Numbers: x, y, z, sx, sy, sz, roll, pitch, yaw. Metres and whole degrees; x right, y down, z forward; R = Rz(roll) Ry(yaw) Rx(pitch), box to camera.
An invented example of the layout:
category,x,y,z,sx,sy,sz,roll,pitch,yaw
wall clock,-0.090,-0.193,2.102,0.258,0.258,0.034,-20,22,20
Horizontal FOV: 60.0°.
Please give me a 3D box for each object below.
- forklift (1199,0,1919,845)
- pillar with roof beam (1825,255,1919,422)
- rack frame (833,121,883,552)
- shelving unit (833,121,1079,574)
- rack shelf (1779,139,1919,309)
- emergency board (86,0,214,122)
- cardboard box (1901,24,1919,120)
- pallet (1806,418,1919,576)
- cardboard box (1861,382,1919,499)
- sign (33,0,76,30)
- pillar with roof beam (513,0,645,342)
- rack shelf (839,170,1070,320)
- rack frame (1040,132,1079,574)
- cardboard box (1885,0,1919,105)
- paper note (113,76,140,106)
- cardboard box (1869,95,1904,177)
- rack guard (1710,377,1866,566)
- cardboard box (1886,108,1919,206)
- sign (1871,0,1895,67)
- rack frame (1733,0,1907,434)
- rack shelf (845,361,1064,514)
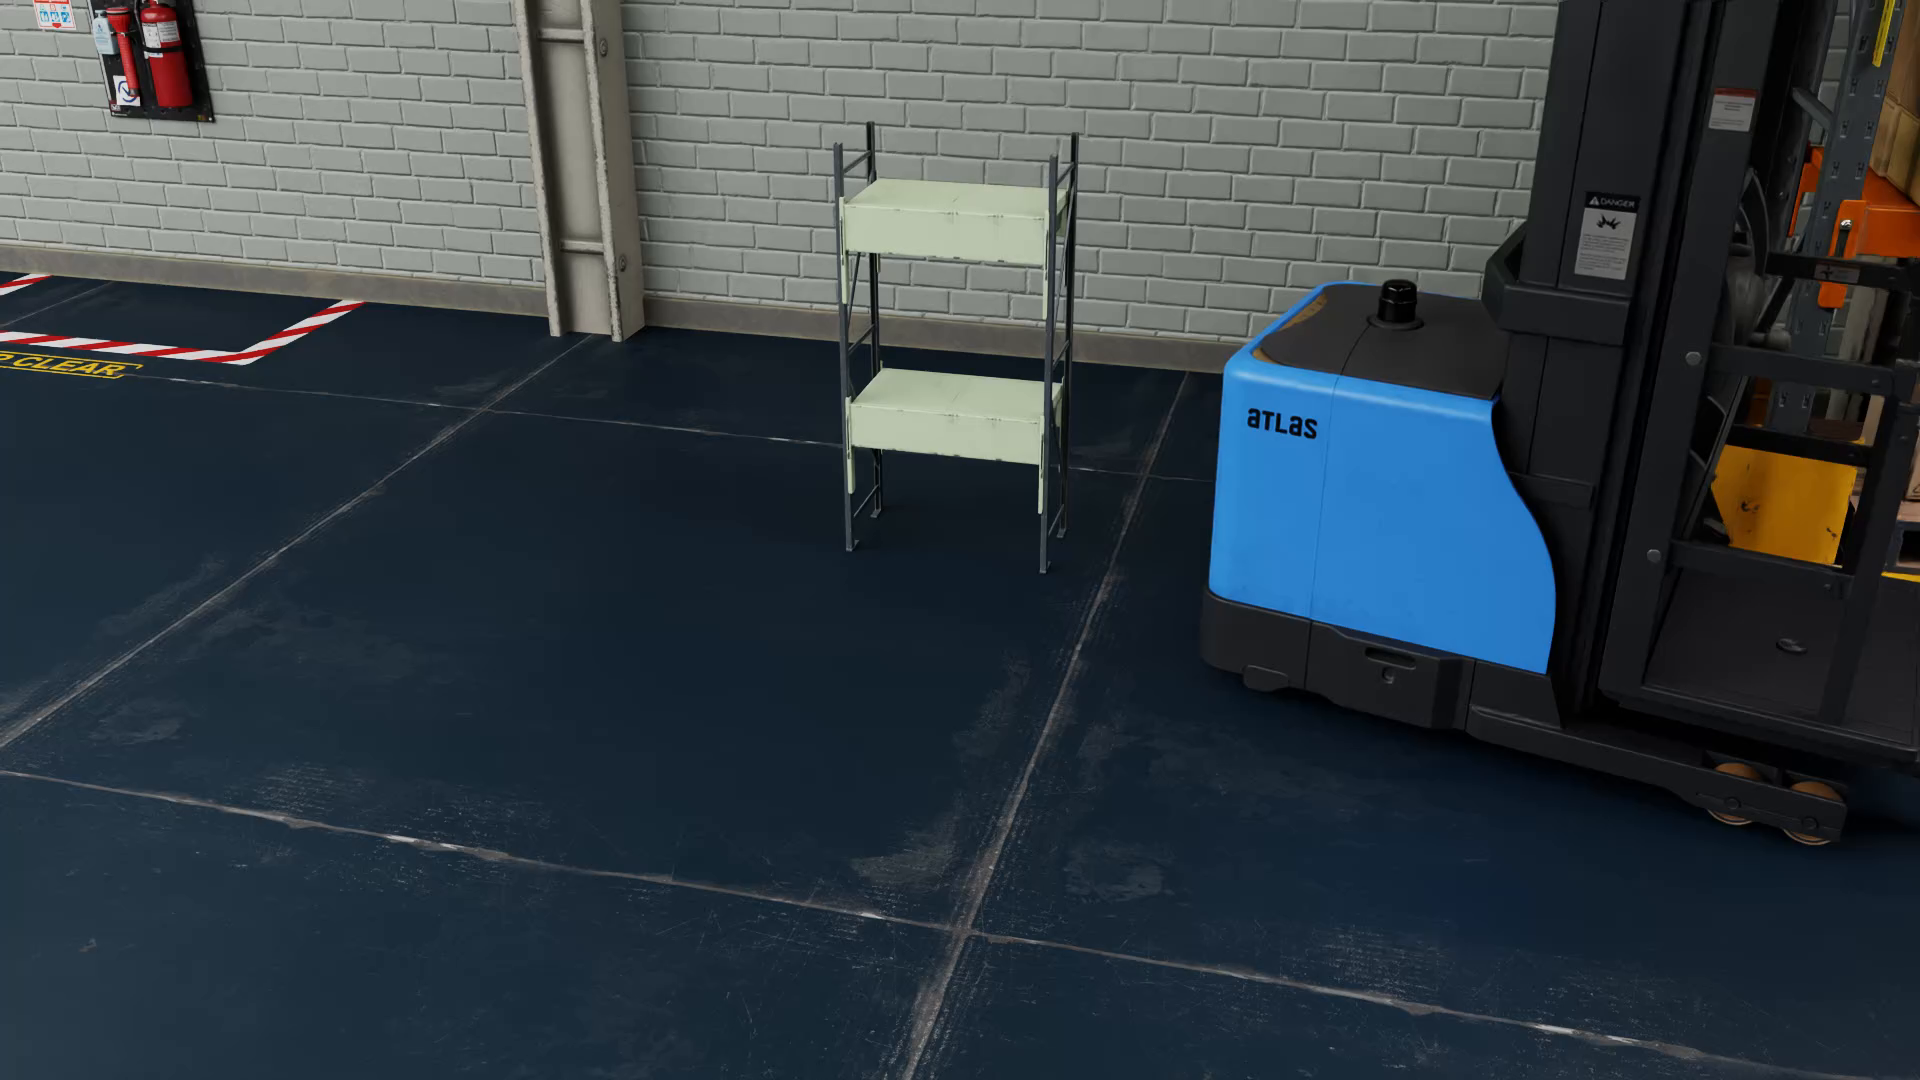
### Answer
category,x,y,z,sx,sy,sz,roll,pitch,yaw
forklift,2.307,-0.758,4.432,3.031,2.935,1.130,13,29,26
pillar with roof beam,2.891,-2.707,1.468,0.400,9.000,9.100,6,26,13
rack frame,-0.361,-0.717,6.011,0.023,1.500,0.400,6,26,13
shelving unit,-0.006,-0.678,5.929,0.755,1.500,0.431,6,26,13
rack shelf,5.007,-0.967,5.628,4.000,0.370,1.077,6,26,13
emergency board,-4.231,-2.714,8.461,0.643,1.169,0.194,6,26,13
cardboard box,3.458,-1.609,5.420,0.500,0.500,0.500,6,26,13
pallet,3.922,-0.137,6.292,1.213,0.211,1.003,6,26,13
cardboard box,3.718,-0.379,6.172,0.500,0.311,0.500,3,26,7
sign,-4.741,-2.832,8.667,0.234,0.329,0.001,6,26,13
pillar with roof beam,-2.920,-3.350,2.817,0.400,9.000,9.100,6,26,13
rack shelf,-0.006,-1.030,5.761,0.720,0.370,0.431,6,26,13
rack frame,0.348,-0.639,5.847,0.023,1.500,0.400,6,26,13
cardboard box,3.580,-1.824,5.870,0.500,0.500,0.500,6,26,12
paper note,-4.386,-2.364,8.750,0.142,0.148,0.016,6,26,13
cardboard box,3.571,-1.478,6.016,0.500,0.250,0.500,7,26,14
rack guard,3.144,-0.369,6.444,0.348,0.500,1.175,6,26,13
cardboard box,3.464,-1.263,5.564,0.500,0.250,0.500,6,26,11
sign,2.935,-1.671,5.263,0.005,0.325,0.100,6,26,13
rack frame,3.070,-1.506,5.923,0.127,3.000,1.000,6,26,13
rack shelf,-0.006,-0.384,6.069,0.720,0.370,0.431,6,26,13
